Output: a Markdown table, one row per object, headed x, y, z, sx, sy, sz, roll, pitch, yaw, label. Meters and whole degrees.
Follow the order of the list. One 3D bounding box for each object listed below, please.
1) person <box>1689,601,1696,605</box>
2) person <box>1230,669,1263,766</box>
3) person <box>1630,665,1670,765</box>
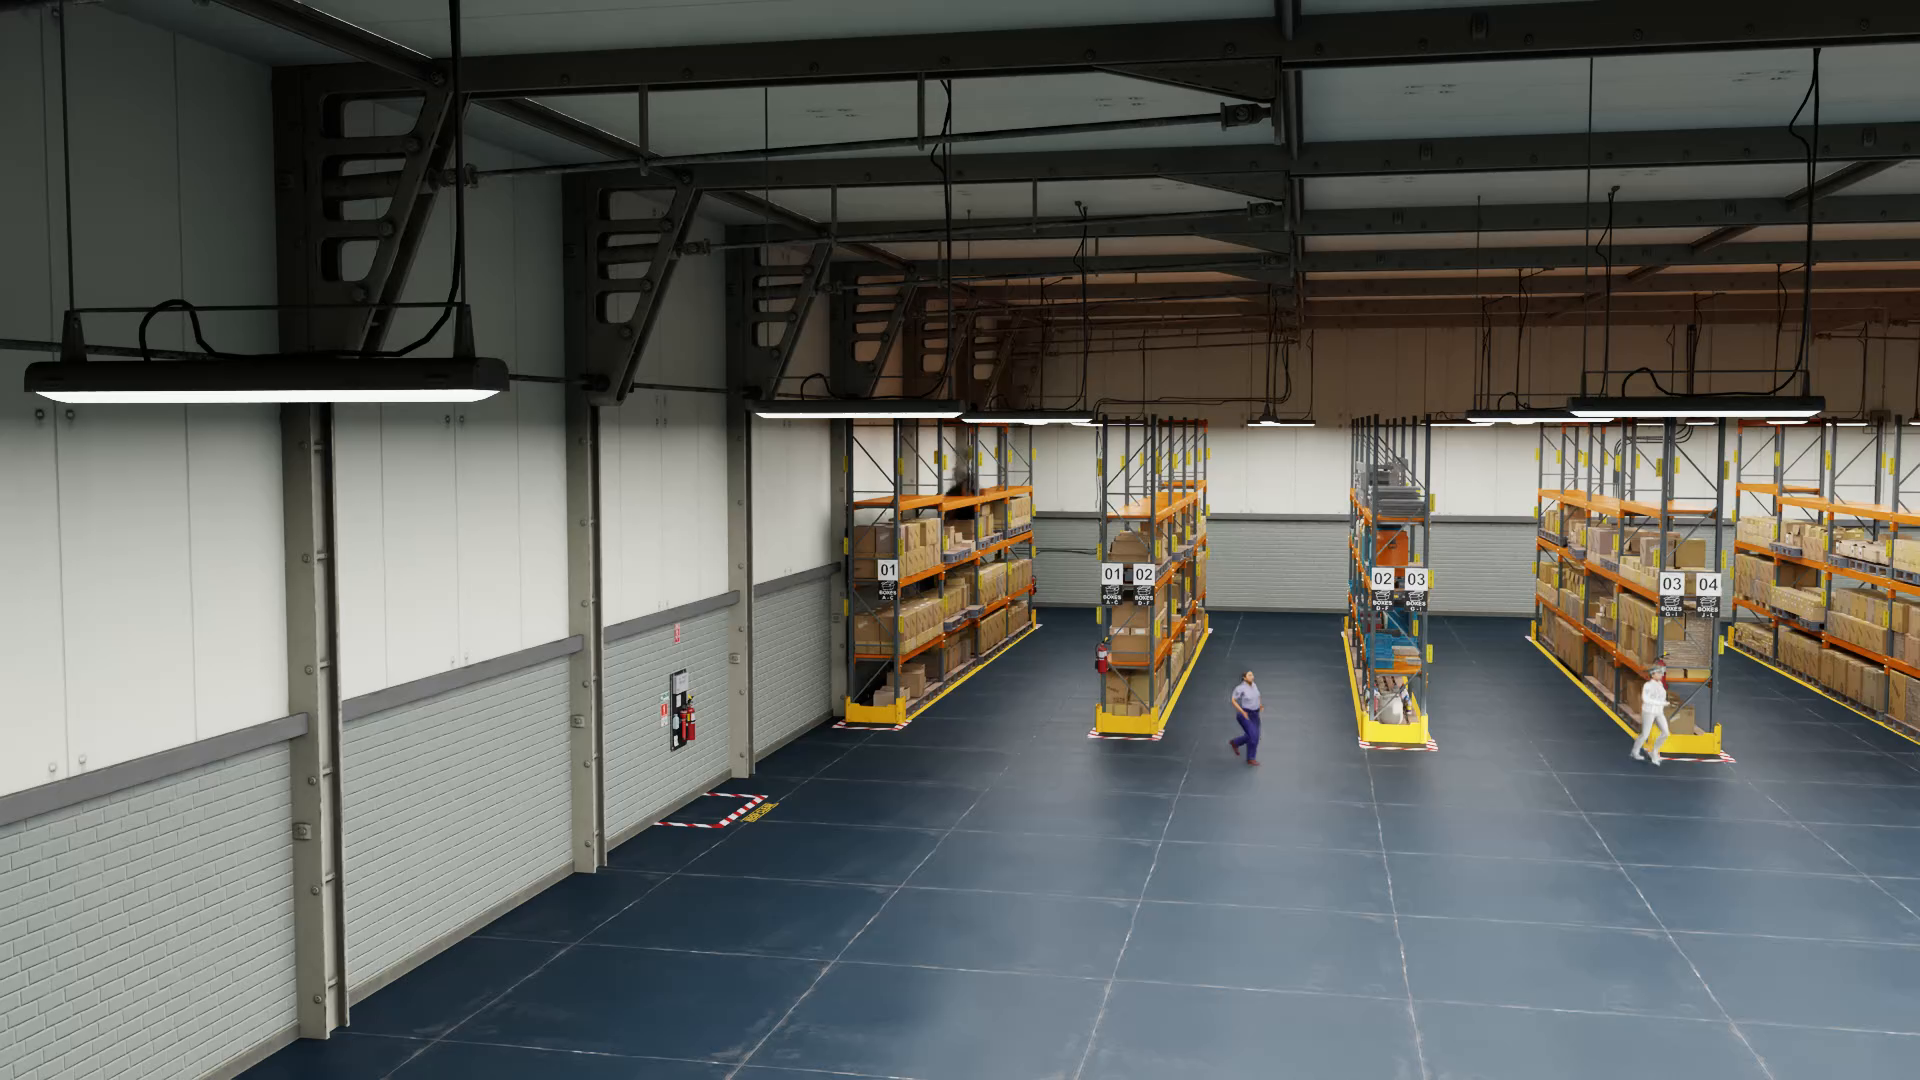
| x | y | z | sx | sy | sz | roll | pitch | yaw | label |
| --- | --- | --- | --- | --- | --- | --- | --- | --- | --- |
| 19.883 | 1.876 | 45.155 | 0.561 | 1.673 | 0.774 | -2 | 4 | -22 | person |
| 4.905 | 3.028 | 28.528 | 0.602 | 1.634 | 0.668 | -4 | 5 | -45 | person |
| 11.877 | 3.000 | 28.480 | 0.619 | 1.739 | 0.703 | -2 | 4 | -30 | person |
